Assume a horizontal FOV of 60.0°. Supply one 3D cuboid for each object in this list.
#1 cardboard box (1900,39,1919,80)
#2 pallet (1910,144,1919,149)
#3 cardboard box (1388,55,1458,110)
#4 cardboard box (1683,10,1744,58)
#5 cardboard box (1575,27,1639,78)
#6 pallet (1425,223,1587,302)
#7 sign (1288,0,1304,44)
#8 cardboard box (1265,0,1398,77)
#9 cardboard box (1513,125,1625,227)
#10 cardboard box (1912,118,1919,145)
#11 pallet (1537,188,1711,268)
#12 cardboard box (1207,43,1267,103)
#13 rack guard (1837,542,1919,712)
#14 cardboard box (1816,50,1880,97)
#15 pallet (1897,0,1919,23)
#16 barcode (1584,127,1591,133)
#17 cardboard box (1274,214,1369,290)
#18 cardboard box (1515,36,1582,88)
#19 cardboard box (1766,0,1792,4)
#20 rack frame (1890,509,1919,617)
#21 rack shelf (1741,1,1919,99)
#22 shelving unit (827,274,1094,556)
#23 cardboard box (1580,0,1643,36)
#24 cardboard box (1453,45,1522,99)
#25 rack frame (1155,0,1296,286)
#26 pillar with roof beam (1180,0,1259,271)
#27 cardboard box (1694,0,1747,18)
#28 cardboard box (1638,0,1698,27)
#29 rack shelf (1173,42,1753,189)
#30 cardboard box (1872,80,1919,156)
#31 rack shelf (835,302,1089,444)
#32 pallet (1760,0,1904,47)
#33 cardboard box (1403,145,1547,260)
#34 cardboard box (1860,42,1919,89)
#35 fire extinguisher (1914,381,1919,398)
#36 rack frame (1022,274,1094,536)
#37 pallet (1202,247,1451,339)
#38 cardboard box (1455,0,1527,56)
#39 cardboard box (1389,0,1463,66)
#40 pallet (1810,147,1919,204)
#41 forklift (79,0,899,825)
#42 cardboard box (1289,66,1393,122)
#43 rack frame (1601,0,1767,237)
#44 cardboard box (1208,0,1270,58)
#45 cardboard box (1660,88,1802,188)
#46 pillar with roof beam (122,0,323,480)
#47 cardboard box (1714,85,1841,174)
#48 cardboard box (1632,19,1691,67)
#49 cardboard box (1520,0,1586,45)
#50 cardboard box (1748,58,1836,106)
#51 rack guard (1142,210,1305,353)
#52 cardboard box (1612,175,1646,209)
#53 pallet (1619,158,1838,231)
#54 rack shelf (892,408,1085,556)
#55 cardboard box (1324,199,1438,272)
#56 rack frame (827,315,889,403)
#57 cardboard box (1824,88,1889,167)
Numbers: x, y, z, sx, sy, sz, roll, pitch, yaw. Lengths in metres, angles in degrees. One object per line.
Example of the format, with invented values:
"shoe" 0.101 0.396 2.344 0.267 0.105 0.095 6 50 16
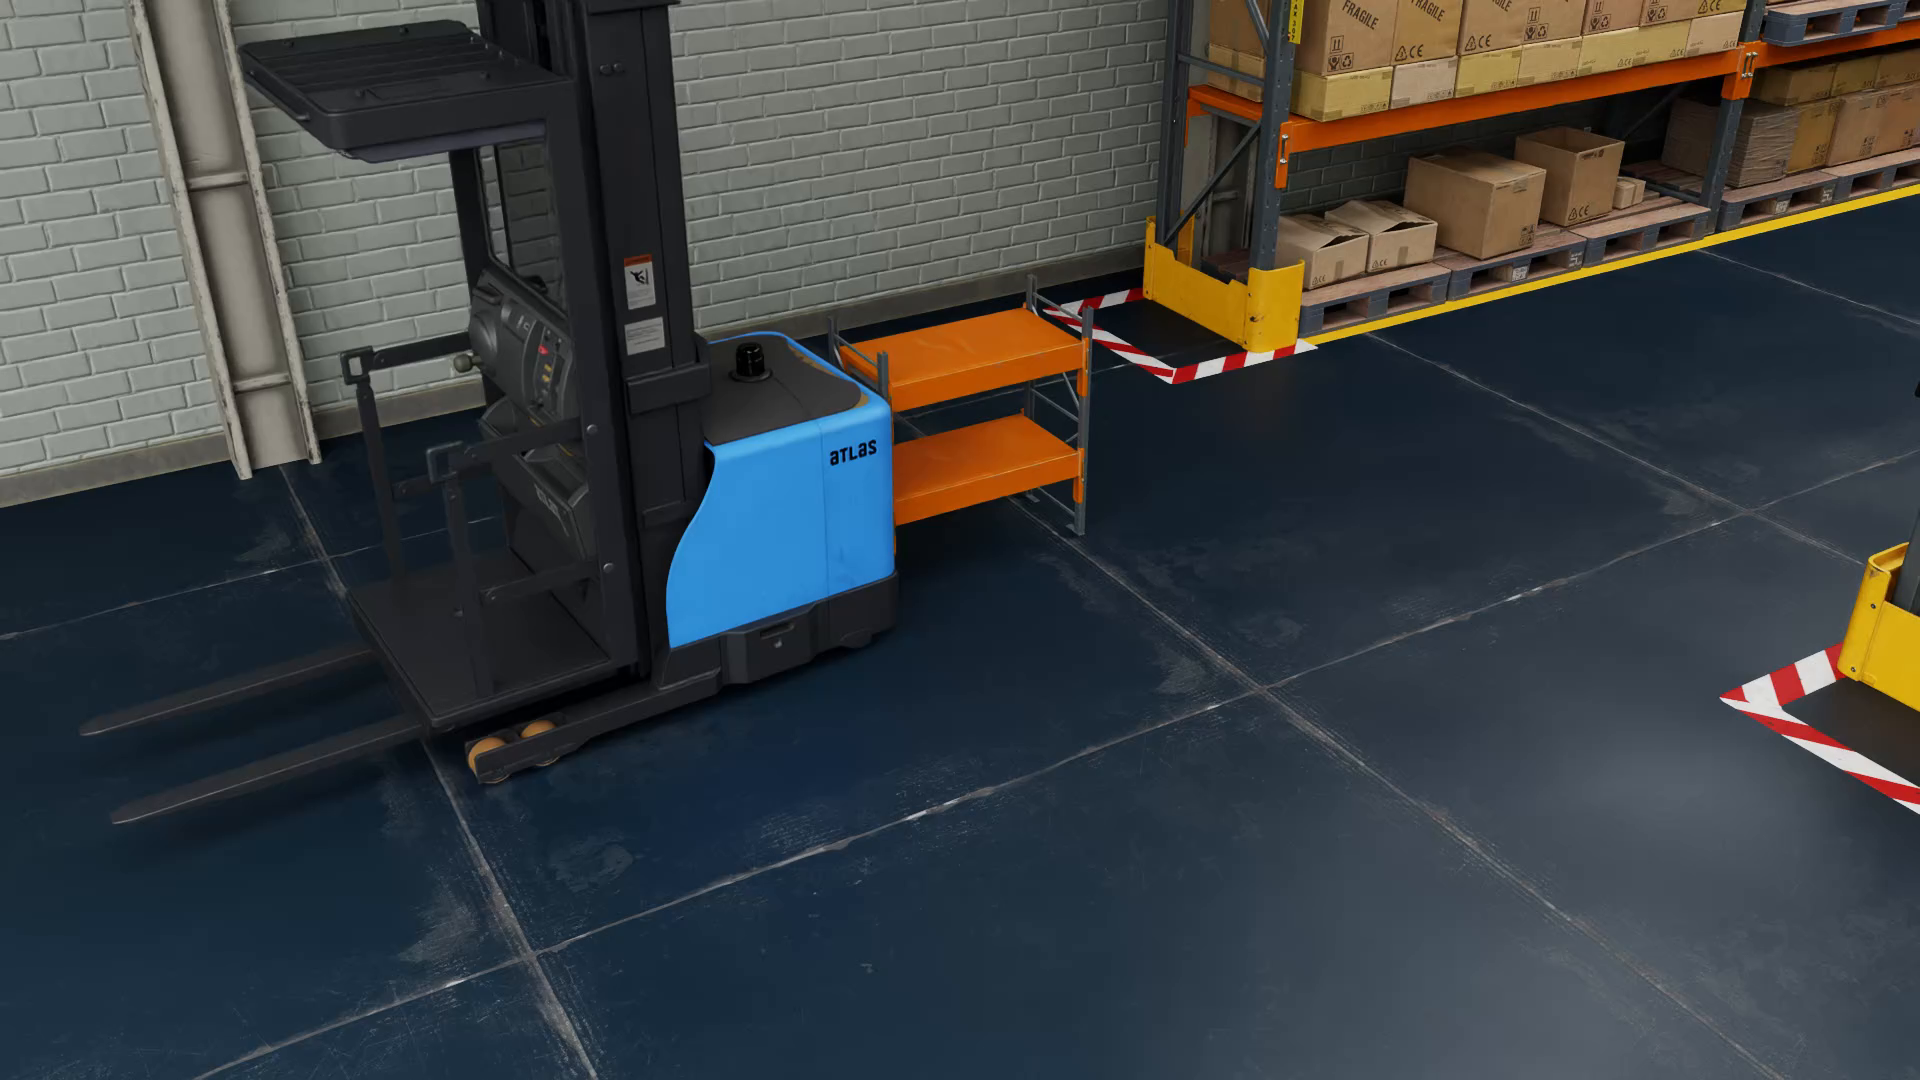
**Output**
"cardboard box" 7.294 -3.736 12.770 0.500 0.250 0.500 -15 32 -25
"pallet" 7.737 -3.209 13.346 1.213 0.211 1.003 -16 33 -26
"cardboard box" 2.536 -2.725 9.719 0.500 0.250 0.500 -17 33 -28
"cardboard box" 4.708 -3.342 10.836 0.500 0.250 0.500 -16 33 -26
"cardboard box" 3.848 -3.094 10.387 0.500 0.250 0.500 -16 33 -27
"pallet" 3.349 -1.941 11.048 1.213 0.211 1.003 -16 33 -26
"sign" 1.789 -2.815 8.851 0.005 0.325 0.100 -16 33 -26
"cardboard box" 2.078 -2.925 9.305 0.500 0.500 0.500 -16 33 -26
"cardboard box" 4.088 -2.469 11.251 0.500 0.500 0.500 -19 34 -30
"cardboard box" 7.314 -3.443 13.016 0.500 0.500 0.700 -16 33 -26
"pallet" 4.402 -2.241 11.593 1.213 0.211 1.003 -16 33 -26
"cardboard box" 1.819 -2.800 9.855 0.500 0.250 0.500 -15 32 -26
"rack guard" 4.006 0.501 6.325 0.348 0.500 1.175 -16 33 -26
"cardboard box" 6.414 -3.493 12.331 0.500 0.250 0.500 -17 33 -28
"pallet" 6.726 -4.035 12.155 1.213 0.211 1.003 -16 33 -26
"barcode" 4.376 -2.847 11.606 0.075 0.075 0.001 -16 33 -26
"cardboard box" 2.156 -1.809 10.252 0.500 0.311 0.500 -20 35 -32
"cardboard box" 3.415 -2.971 10.163 0.500 0.250 0.500 -16 32 -26
"cardboard box" 5.419 -3.988 11.313 0.500 0.500 0.700 -16 33 -26
"rack frame" 4.027 -0.599 5.732 0.127 3.000 1.000 -16 33 -26
"rack shelf" 6.687 -3.816 12.305 4.000 0.370 1.077 -16 33 -26
"shelving unit" 0.006 -0.494 7.481 1.048 1.125 0.538 -16 33 -26
"cardboard box" 3.845 -3.425 10.210 0.500 0.500 0.500 -17 33 -28
"cardboard box" 2.978 -2.848 9.940 0.500 0.250 0.500 -16 33 -27
"rack frame" 1.514 -2.662 9.469 0.127 3.000 1.000 -16 33 -26
"pillar with roof beam" 3.860 -4.027 5.734 0.400 9.000 9.100 -16 33 -26
"cardboard box" 4.712 -3.668 10.651 0.500 0.500 0.500 -16 33 -26
"cardboard box" 4.285 -3.544 10.425 0.500 0.500 0.500 -16 33 -27
"rack shelf" 3.239 -2.837 10.530 4.000 0.370 1.077 -16 33 -26
"cardboard box" 6.900 -3.310 12.774 0.500 0.500 0.700 -16 33 -27
"rack shelf" 0.006 -0.750 7.340 1.000 0.278 0.538 -16 33 -26
"pallet" 5.696 -3.684 11.519 1.213 0.211 1.003 -16 33 -26
"cardboard box" 3.306 -2.191 10.747 0.500 0.500 0.700 -18 34 -29
"cardboard box" 6.853 -3.608 12.538 0.500 0.250 0.500 -16 33 -27
"fire extinguisher" 3.690 -0.730 6.049 0.183 0.674 0.296 -16 33 -26
"rack frame" 0.444 -0.619 7.707 0.032 1.125 0.500 -16 33 -26
"pallet" 2.298 -1.644 10.511 1.213 0.211 1.003 -16 33 -26
"cardboard box" 2.958 -3.166 9.741 0.500 0.500 0.500 -17 33 -28
"cardboard box" 2.509 -3.042 9.516 0.500 0.500 0.500 -16 33 -26
"pallet" 6.686 -2.912 12.809 1.213 0.211 1.003 -16 33 -26
"forklift" -1.765 -0.678 5.945 3.031 2.935 1.130 -18 34 -29
"cardboard box" 2.096 -2.592 9.478 0.500 0.250 0.500 -17 33 -28
"rack frame" 4.963 -3.641 11.244 0.127 3.000 1.000 -16 33 -26
"cardboard box" 1.813 -3.138 9.689 0.500 0.500 0.500 -16 33 -27
"cardboard box" 5.589 -2.927 12.080 0.500 0.500 0.700 -15 32 -25
"pillar with roof beam" -1.313 -2.558 3.072 0.400 9.000 9.100 -16 33 -26
"cardboard box" 6.009 -3.074 12.347 0.500 0.500 0.700 -17 33 -27
"cardboard box" 4.274 -3.224 10.621 0.500 0.250 0.500 -16 33 -26
"cardboard box" 3.397 -3.297 9.979 0.500 0.500 0.500 -15 32 -25
"cardboard box" 5.967 -3.364 12.097 0.500 0.250 0.500 -17 33 -27
"rack guard" 1.580 -1.586 10.107 0.348 0.500 1.175 -16 33 -26
"cardboard box" 4.517 -2.450 11.562 0.250 0.166 0.380 -21 35 -33
"pallet" 5.633 -2.612 12.264 1.213 0.211 1.003 -16 33 -26
"rack shelf" 0.006 -0.280 7.599 1.000 0.278 0.538 -16 33 -26
"cardboard box" 2.648 -1.949 10.505 0.500 0.311 0.500 -13 31 -22
"rack frame" -0.432 -0.370 7.256 0.032 1.125 0.500 -16 33 -26
"cardboard box" 6.470 -3.182 12.543 0.500 0.500 0.700 -15 32 -26
